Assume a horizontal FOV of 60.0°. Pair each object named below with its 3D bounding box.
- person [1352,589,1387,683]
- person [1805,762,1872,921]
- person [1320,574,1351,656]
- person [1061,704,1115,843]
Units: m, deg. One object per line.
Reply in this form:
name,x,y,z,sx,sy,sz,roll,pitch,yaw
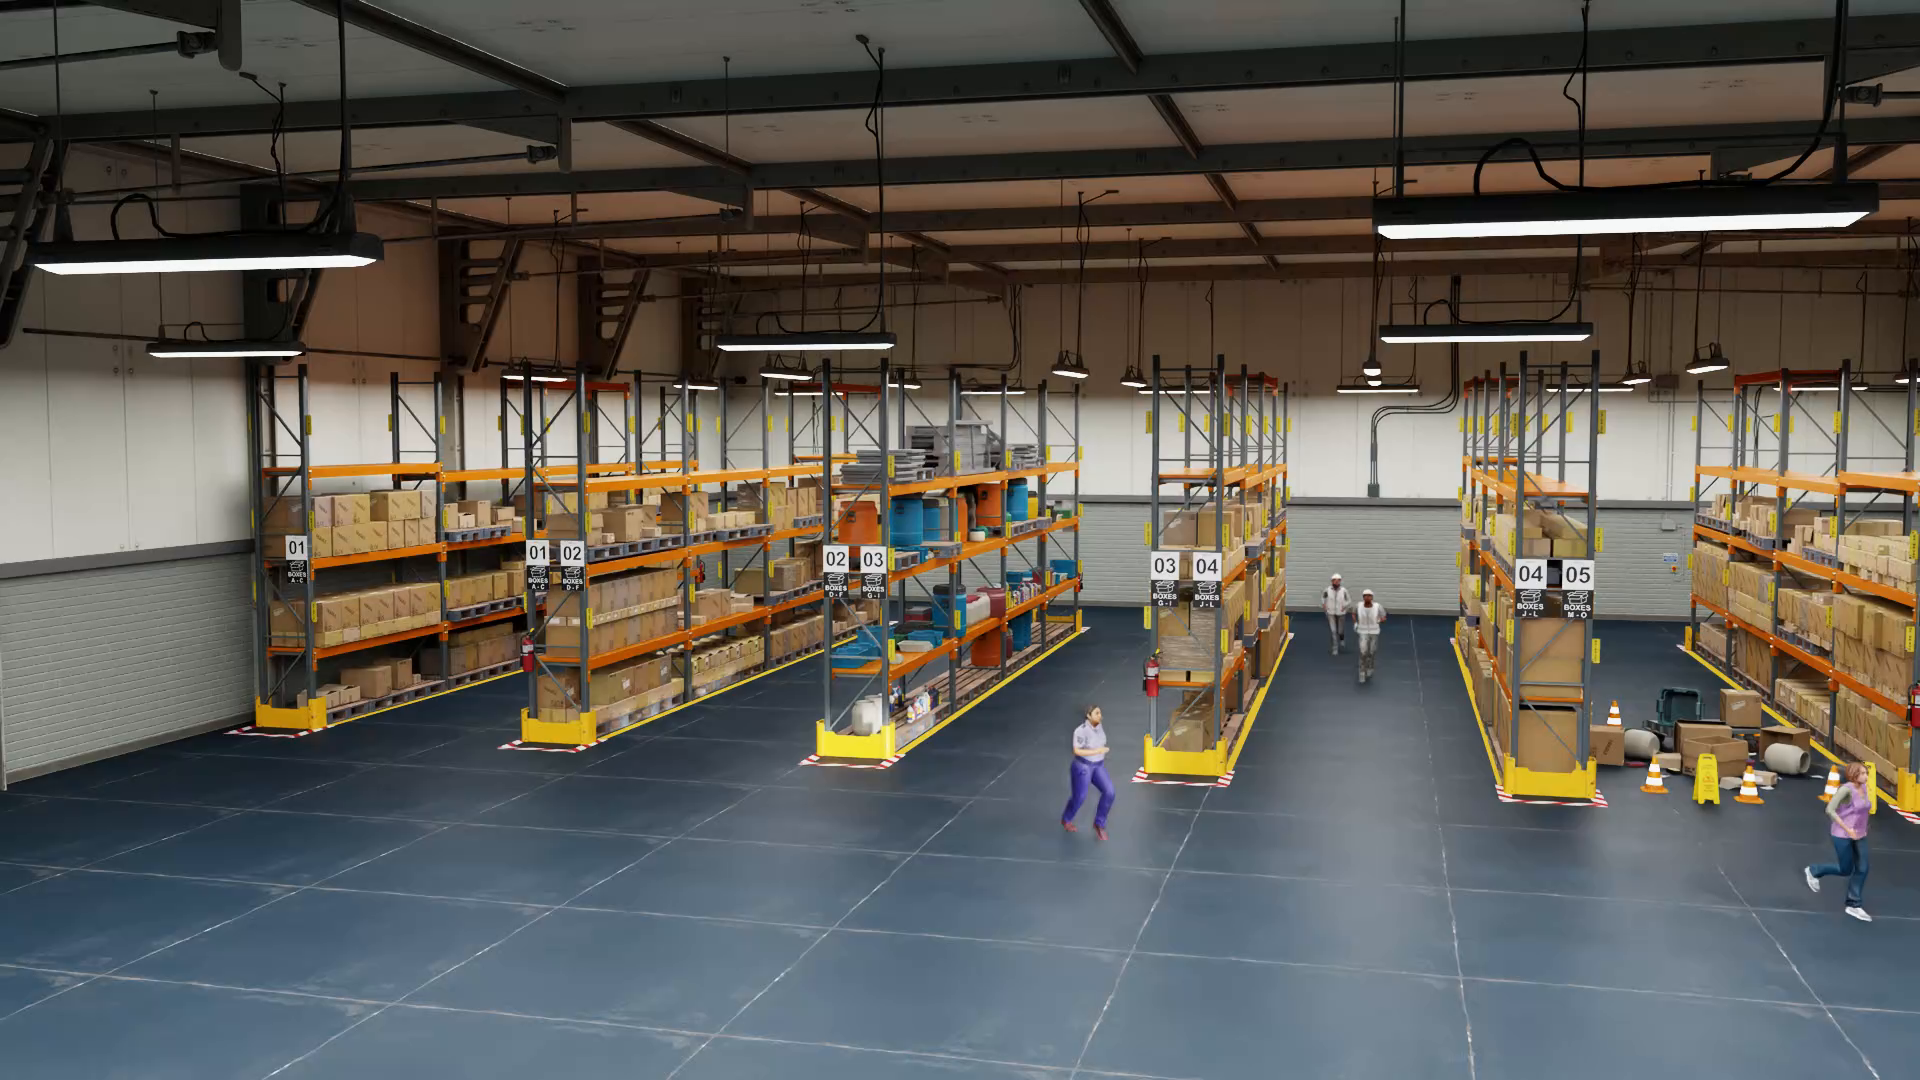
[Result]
person,8.012,1.873,32.554,0.668,1.840,0.788,1,4,12
person,9.102,3.051,17.124,0.566,1.582,0.746,-2,5,-29
person,8.246,1.622,36.525,0.668,1.769,0.818,1,4,14
person,1.535,2.805,20.141,0.626,1.679,0.822,-4,5,-42
